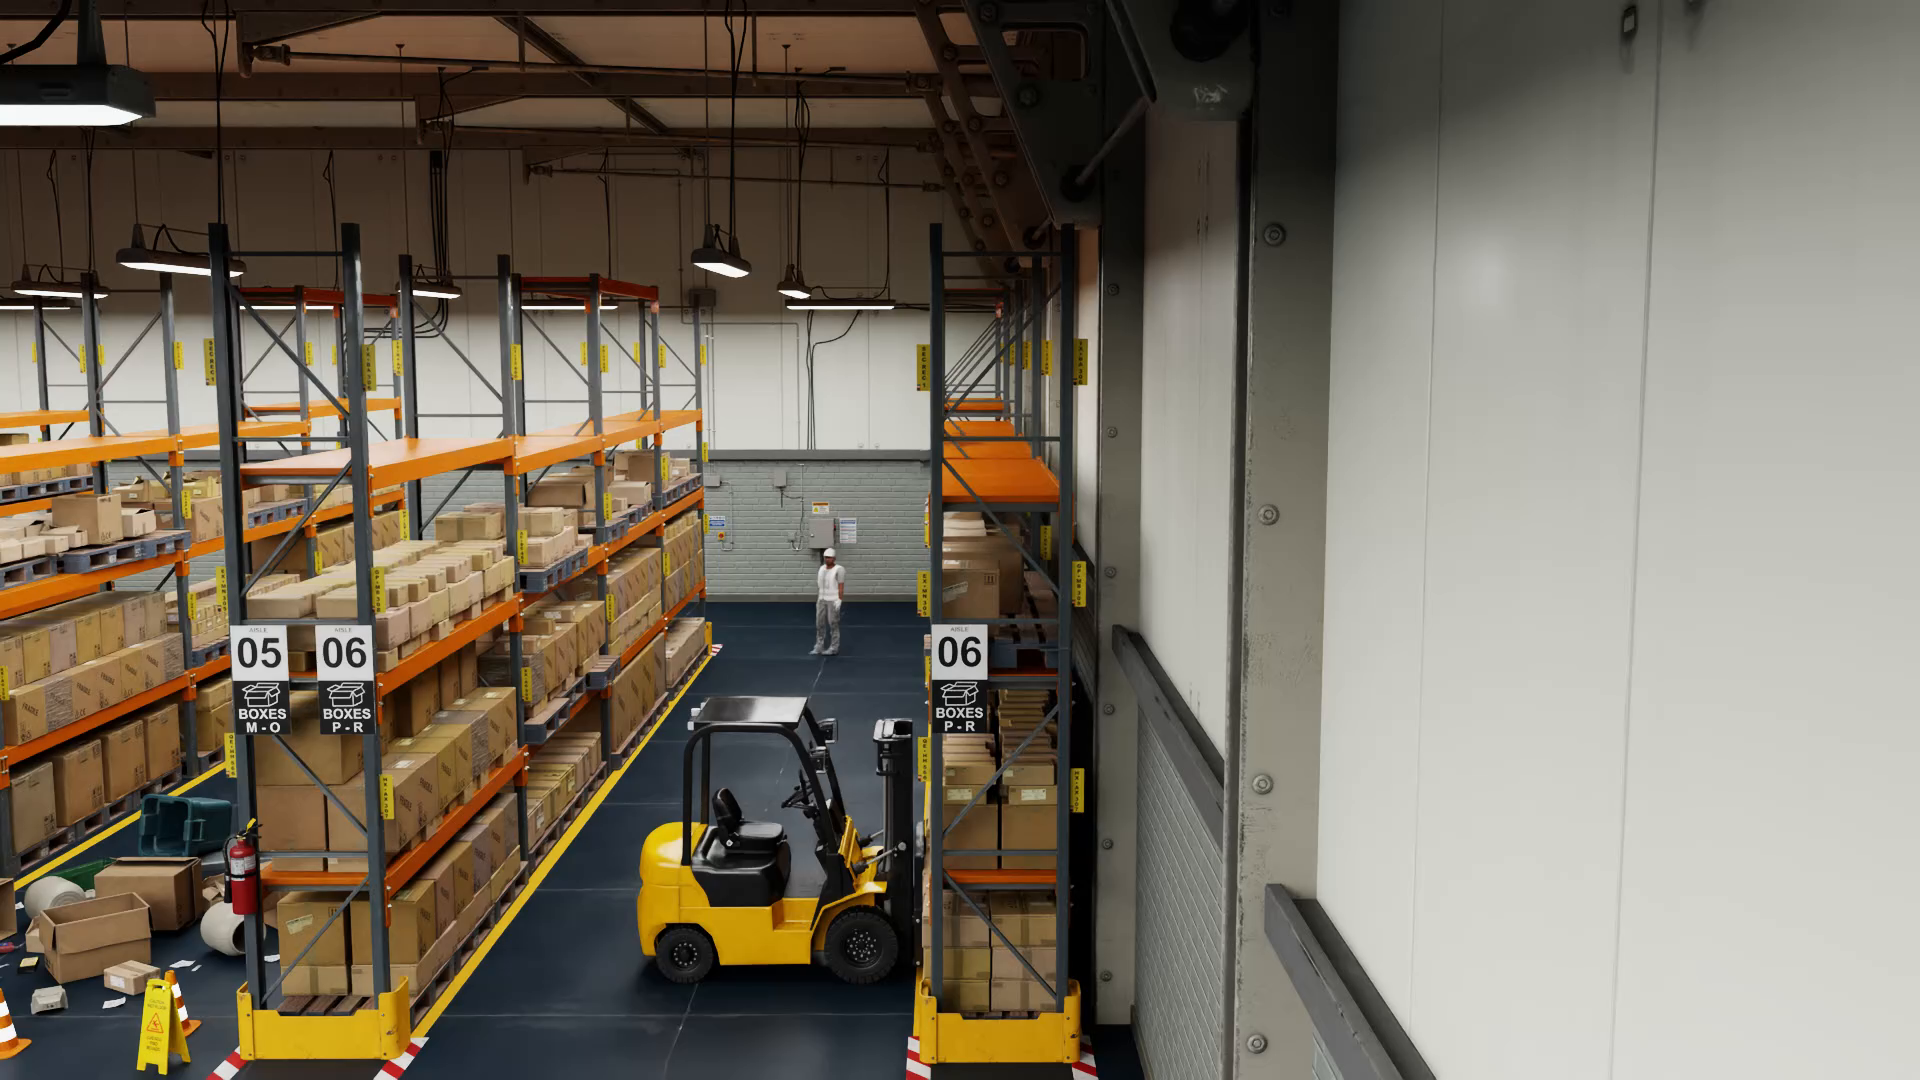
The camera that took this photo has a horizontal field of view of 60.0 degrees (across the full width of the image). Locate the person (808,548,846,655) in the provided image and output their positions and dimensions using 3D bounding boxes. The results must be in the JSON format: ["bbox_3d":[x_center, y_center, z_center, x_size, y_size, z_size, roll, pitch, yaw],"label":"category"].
[{"bbox_3d":[-2.214,1.045,27.897,0.610,1.819,0.465,6,9,44],"label":"person"}]
